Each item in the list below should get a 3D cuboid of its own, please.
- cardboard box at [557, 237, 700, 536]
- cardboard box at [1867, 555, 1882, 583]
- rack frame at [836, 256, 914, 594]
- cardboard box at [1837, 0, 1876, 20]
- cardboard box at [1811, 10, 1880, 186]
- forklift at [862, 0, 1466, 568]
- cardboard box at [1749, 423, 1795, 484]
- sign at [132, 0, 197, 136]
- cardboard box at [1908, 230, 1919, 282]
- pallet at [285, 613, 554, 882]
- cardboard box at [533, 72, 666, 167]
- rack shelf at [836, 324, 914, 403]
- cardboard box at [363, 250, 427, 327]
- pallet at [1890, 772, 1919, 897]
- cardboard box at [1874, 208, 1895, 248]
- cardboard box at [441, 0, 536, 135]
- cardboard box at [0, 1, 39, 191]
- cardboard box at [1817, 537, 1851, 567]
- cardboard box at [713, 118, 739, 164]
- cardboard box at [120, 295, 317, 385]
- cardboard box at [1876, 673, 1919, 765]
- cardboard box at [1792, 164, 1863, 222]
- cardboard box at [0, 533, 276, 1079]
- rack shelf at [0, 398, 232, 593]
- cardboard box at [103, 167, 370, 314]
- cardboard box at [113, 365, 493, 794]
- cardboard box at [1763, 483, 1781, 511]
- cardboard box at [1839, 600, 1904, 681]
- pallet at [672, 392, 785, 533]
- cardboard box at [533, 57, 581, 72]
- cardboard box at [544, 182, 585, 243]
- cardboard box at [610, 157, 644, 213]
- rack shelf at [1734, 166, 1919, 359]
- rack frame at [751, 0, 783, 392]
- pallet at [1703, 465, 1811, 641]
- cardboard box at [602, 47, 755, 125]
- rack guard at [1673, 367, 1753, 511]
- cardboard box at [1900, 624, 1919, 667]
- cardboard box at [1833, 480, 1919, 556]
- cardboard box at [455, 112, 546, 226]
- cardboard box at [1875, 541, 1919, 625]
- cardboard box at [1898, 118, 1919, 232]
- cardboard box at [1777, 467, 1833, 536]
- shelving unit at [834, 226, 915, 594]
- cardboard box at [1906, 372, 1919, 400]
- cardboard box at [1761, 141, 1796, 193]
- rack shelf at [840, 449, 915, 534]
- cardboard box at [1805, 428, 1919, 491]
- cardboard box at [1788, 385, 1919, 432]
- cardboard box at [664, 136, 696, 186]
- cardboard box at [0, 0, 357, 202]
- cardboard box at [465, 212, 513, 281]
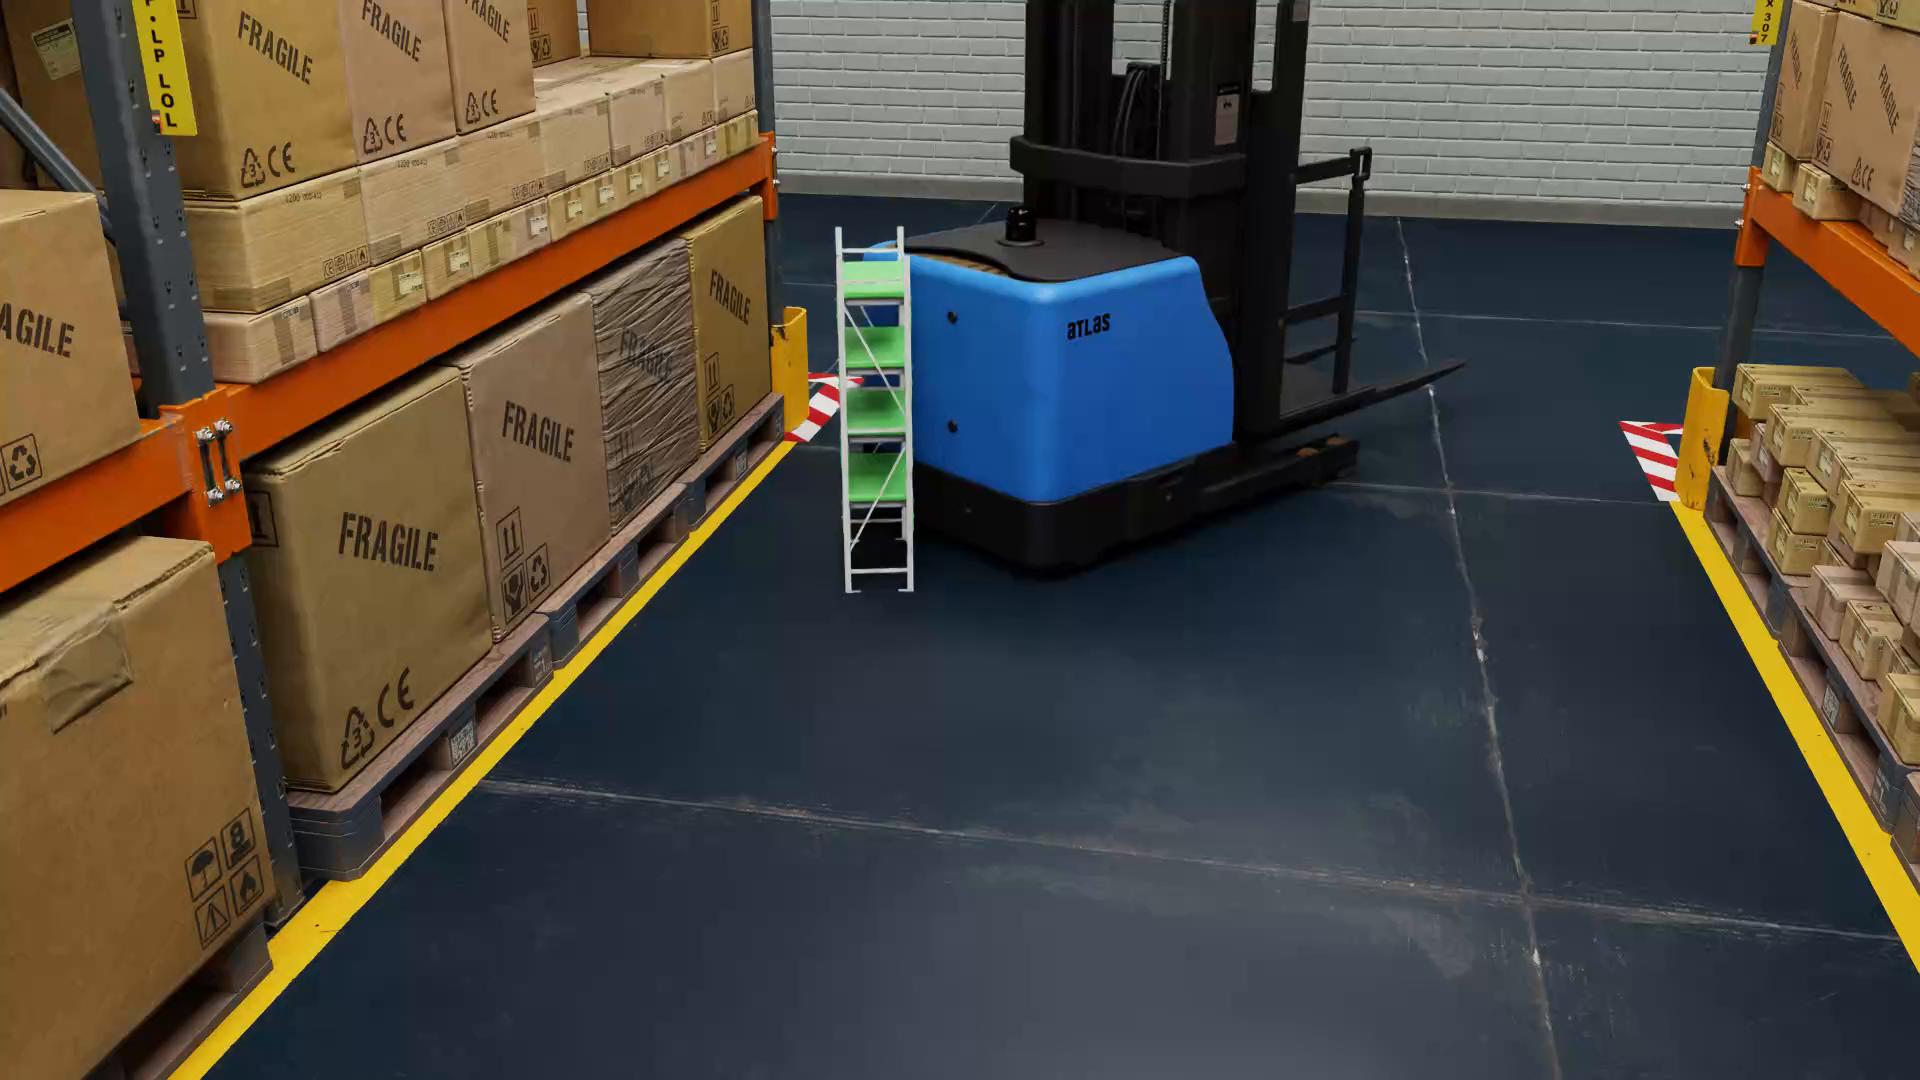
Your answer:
[{"bbox_3d":[-1.544,-0.608,6.129,0.875,0.875,0.875,4,22,11],"label":"cardboard box"},{"bbox_3d":[2.961,0.090,4.972,0.380,0.149,0.250,6,23,14],"label":"cardboard box"},{"bbox_3d":[-0.285,-0.372,5.670,0.240,1.200,0.015,-2,22,-4],"label":"rack frame"},{"bbox_3d":[3.080,-1.876,5.125,0.500,0.500,0.500,5,22,12],"label":"cardboard box"},{"bbox_3d":[3.082,-1.400,5.283,0.500,0.500,0.500,5,22,11],"label":"cardboard box"},{"bbox_3d":[1.047,-1.705,6.664,3.031,2.935,1.130,-19,29,-39],"label":"forklift"},{"bbox_3d":[3.059,-0.299,5.936,0.380,0.149,0.250,4,22,11],"label":"cardboard box"},{"bbox_3d":[-1.590,-0.971,3.306,0.100,0.325,0.005,4,22,11],"label":"sign"},{"bbox_3d":[2.873,-0.772,4.592,0.380,0.149,0.250,5,23,13],"label":"cardboard box"},{"bbox_3d":[-1.891,0.513,4.798,1.003,0.211,1.213,4,22,11],"label":"pallet"},{"bbox_3d":[-1.353,-1.471,5.793,0.500,0.250,0.500,4,22,9],"label":"cardboard box"},{"bbox_3d":[-0.303,-0.626,5.830,0.258,0.148,0.480,-2,22,-4],"label":"rack shelf"},{"bbox_3d":[-1.630,-0.667,4.332,0.380,0.149,0.250,5,23,13],"label":"cardboard box"},{"bbox_3d":[2.815,0.952,3.708,1.003,0.211,1.213,4,22,11],"label":"pallet"},{"bbox_3d":[3.025,-0.953,5.042,0.380,0.149,0.250,4,22,10],"label":"cardboard box"},{"bbox_3d":[-1.565,-1.451,4.739,0.500,0.500,0.500,4,22,9],"label":"cardboard box"},{"bbox_3d":[-2.291,-1.113,3.902,0.500,0.500,0.500,5,22,12],"label":"cardboard box"},{"bbox_3d":[2.973,0.117,5.301,0.380,0.149,0.250,5,22,11],"label":"cardboard box"},{"bbox_3d":[-1.108,-1.604,6.659,0.380,0.149,0.250,5,22,11],"label":"cardboard box"},{"bbox_3d":[-1.737,-0.475,3.854,0.380,0.149,0.250,5,22,11],"label":"cardboard box"},{"bbox_3d":[2.670,0.486,4.385,0.380,0.149,0.250,4,22,11],"label":"cardboard box"},{"bbox_3d":[3.023,-1.156,5.545,0.380,0.149,0.250,4,22,9],"label":"cardboard box"},{"bbox_3d":[-2.234,0.518,3.335,1.225,0.875,0.875,5,22,11],"label":"cardboard box"},{"bbox_3d":[-2.531,0.557,1.920,1.077,0.370,4.000,4,22,11],"label":"rack shelf"},{"bbox_3d":[-1.770,-0.729,3.951,0.500,0.250,0.500,4,22,10],"label":"cardboard box"},{"bbox_3d":[-1.910,0.047,4.504,0.875,0.875,0.875,4,22,11],"label":"cardboard box"},{"bbox_3d":[3.135,-0.160,5.989,0.380,0.149,0.250,4,22,11],"label":"cardboard box"},{"bbox_3d":[2.806,0.305,4.835,0.380,0.149,0.250,4,22,11],"label":"cardboard box"},{"bbox_3d":[-1.393,-0.380,7.014,1.003,0.211,1.213,4,22,11],"label":"pallet"},{"bbox_3d":[-1.768,-1.694,6.348,0.500,0.250,0.500,4,22,10],"label":"cardboard box"},{"bbox_3d":[-1.420,-1.045,5.270,0.380,0.149,0.250,4,22,9],"label":"cardboard box"},{"bbox_3d":[-1.316,-1.231,5.732,0.380,0.149,0.250,5,22,11],"label":"cardboard box"},{"bbox_3d":[3.120,-0.491,4.521,1.077,0.370,4.000,4,22,11],"label":"rack shelf"},{"bbox_3d":[-1.307,-1.972,7.234,1.000,3.000,0.127,4,22,11],"label":"rack frame"},{"bbox_3d":[3.313,0.059,5.924,1.003,0.211,1.213,4,22,11],"label":"pallet"},{"bbox_3d":[-1.146,-1.842,6.716,0.500,0.250,0.500,4,22,10],"label":"cardboard box"},{"bbox_3d":[3.513,-0.369,6.601,1.175,0.500,0.348,4,22,11],"label":"rack guard"},{"bbox_3d":[2.800,0.282,4.494,0.380,0.149,0.250,3,22,8],"label":"cardboard box"},{"bbox_3d":[2.840,-0.056,4.936,0.380,0.149,0.250,5,22,12],"label":"cardboard box"},{"bbox_3d":[-1.564,-1.100,4.873,0.500,0.250,0.500,5,22,12],"label":"cardboard box"},{"bbox_3d":[2.724,0.126,4.484,0.380,0.149,0.250,4,22,9],"label":"cardboard box"},{"bbox_3d":[2.872,-1.035,4.376,0.500,0.500,0.500,4,22,10],"label":"cardboard box"},{"bbox_3d":[2.937,-0.117,5.485,0.380,0.149,0.250,5,23,13],"label":"cardboard box"},{"bbox_3d":[-0.303,-0.462,5.896,0.258,1.200,0.503,-2,22,-4],"label":"shelving unit"},{"bbox_3d":[3.669,-0.492,6.017,0.380,0.149,0.250,5,22,12],"label":"cardboard box"},{"bbox_3d":[3.141,-1.346,6.018,0.380,0.149,0.250,4,22,10],"label":"cardboard box"},{"bbox_3d":[-0.303,-0.181,6.009,0.258,0.148,0.480,-2,22,-4],"label":"rack shelf"},{"bbox_3d":[3.004,-0.250,5.416,0.380,0.149,0.250,3,22,8],"label":"cardboard box"},{"bbox_3d":[3.150,-0.429,5.861,0.380,0.149,0.250,5,22,12],"label":"cardboard box"},{"bbox_3d":[-1.213,-1.421,6.203,0.380,0.149,0.250,5,22,12],"label":"cardboard box"},{"bbox_3d":[-1.775,-1.081,3.820,0.500,0.500,0.500,4,22,11],"label":"cardboard box"},{"bbox_3d":[-1.526,-0.857,4.803,0.380,0.149,0.250,4,22,10],"label":"cardboard box"}]
